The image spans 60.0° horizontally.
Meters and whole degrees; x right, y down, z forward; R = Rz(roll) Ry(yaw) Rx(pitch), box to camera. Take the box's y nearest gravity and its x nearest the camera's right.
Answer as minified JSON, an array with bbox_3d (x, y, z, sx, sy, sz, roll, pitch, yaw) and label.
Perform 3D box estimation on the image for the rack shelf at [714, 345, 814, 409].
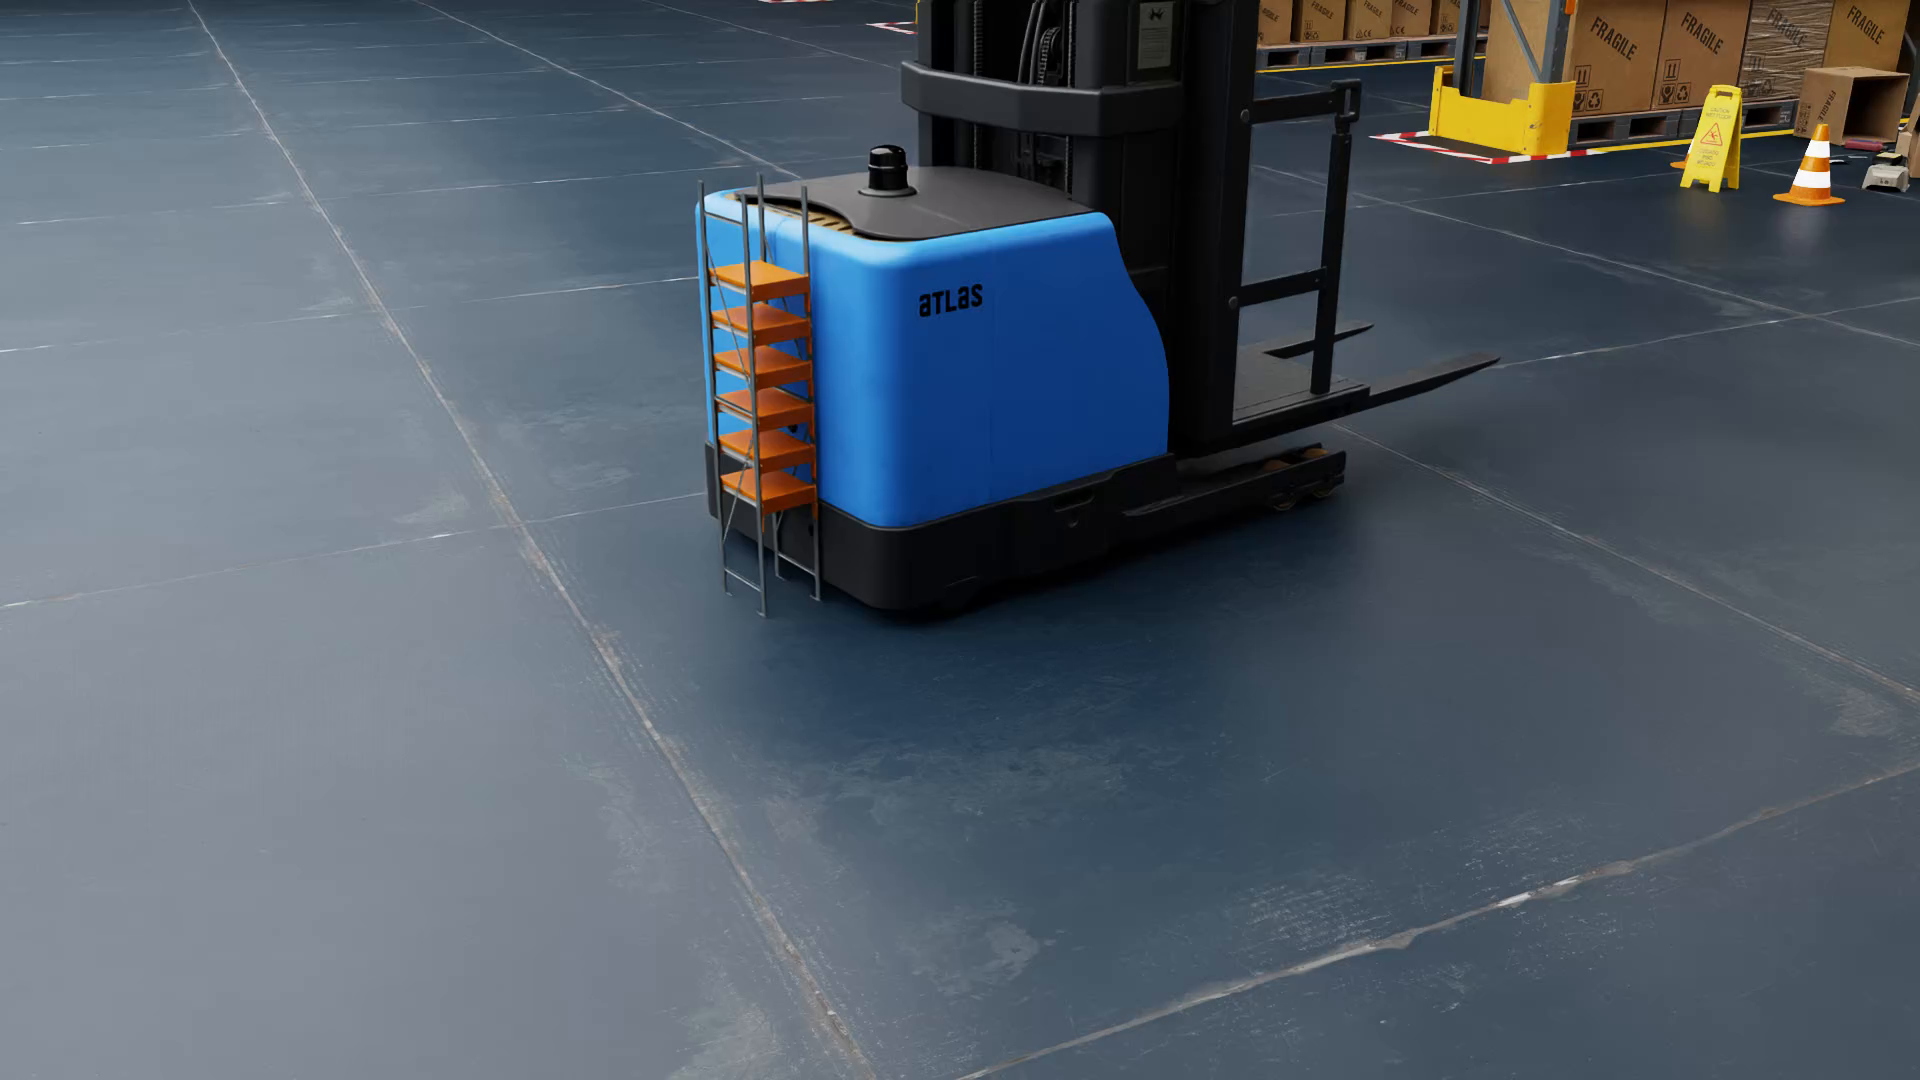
[{"bbox_3d":[-0.549,-0.457,4.588,0.180,0.103,0.258,-17,28,-35],"label":"rack shelf"}]

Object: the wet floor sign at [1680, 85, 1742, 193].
[{"bbox_3d":[4.845,-2.577,10.631,0.232,0.644,0.267,-15,27,-33],"label":"wet floor sign"}]

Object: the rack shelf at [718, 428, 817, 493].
[{"bbox_3d":[-0.549,-0.235,4.679,0.180,0.103,0.258,-17,28,-35],"label":"rack shelf"}]

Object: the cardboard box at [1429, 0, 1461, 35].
[{"bbox_3d":[5.179,-5.728,17.885,0.500,0.500,0.500,-11,25,-25],"label":"cardboard box"}]

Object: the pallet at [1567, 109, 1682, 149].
[{"bbox_3d":[4.699,-3.223,12.760,1.213,0.211,1.003,-10,25,-24],"label":"pallet"}]

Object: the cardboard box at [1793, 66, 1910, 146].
[{"bbox_3d":[6.663,-3.250,12.445,0.500,0.500,0.500,-6,23,-14],"label":"cardboard box"}]

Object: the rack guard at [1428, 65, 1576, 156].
[{"bbox_3d":[3.991,-3.193,12.309,0.348,0.500,1.175,-10,25,-24],"label":"rack guard"}]

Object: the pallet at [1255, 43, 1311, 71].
[{"bbox_3d":[2.768,-4.925,16.871,1.213,0.211,1.003,-10,25,-24],"label":"pallet"}]

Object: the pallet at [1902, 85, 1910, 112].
[{"bbox_3d":[8.280,-3.881,14.349,1.213,0.211,1.003,-10,25,-24],"label":"pallet"}]

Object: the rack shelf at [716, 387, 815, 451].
[{"bbox_3d":[-0.549,-0.346,4.634,0.180,0.103,0.258,-17,28,-35],"label":"rack shelf"}]

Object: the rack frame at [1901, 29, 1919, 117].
[{"bbox_3d":[7.617,-5.015,13.444,0.127,3.000,1.000,-10,25,-24],"label":"rack frame"}]

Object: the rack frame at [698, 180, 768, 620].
[{"bbox_3d":[-0.621,-0.366,4.564,0.006,1.200,0.240,-17,28,-35],"label":"rack frame"}]

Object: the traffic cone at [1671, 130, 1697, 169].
[{"bbox_3d":[5.107,-2.778,11.357,0.334,0.463,0.336,-10,25,-24],"label":"traffic cone"}]

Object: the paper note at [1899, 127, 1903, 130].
[{"bbox_3d":[7.404,-3.220,12.988,0.147,0.020,0.142,10,24,22],"label":"paper note"}]

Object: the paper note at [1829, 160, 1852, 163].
[{"bbox_3d":[6.124,-2.647,11.607,0.142,0.017,0.144,-2,23,-5],"label":"paper note"}]

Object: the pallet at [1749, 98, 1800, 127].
[{"bbox_3d":[6.898,-3.628,13.738,1.213,0.211,1.003,-10,25,-24],"label":"pallet"}]

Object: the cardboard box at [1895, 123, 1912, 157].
[{"bbox_3d":[6.867,-2.832,11.745,0.258,0.266,0.396,-6,23,-14],"label":"cardboard box"}]

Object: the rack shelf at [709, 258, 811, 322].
[{"bbox_3d":[-0.549,-0.679,4.496,0.180,0.103,0.258,-17,28,-35],"label":"rack shelf"}]

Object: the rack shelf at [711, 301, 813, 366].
[{"bbox_3d":[-0.549,-0.568,4.542,0.180,0.103,0.258,-17,28,-35],"label":"rack shelf"}]

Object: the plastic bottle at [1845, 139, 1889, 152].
[{"bbox_3d":[6.612,-2.868,12.100,0.283,0.061,0.133,20,30,40],"label":"plastic bottle"}]

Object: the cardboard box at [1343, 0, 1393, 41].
[{"bbox_3d":[4.141,-5.500,17.335,0.500,0.500,0.500,-13,26,-28],"label":"cardboard box"}]

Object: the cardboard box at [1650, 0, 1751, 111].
[{"bbox_3d":[5.387,-3.846,12.848,0.875,0.875,0.875,-11,25,-24],"label":"cardboard box"}]

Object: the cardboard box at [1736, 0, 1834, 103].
[{"bbox_3d":[6.209,-3.997,13.212,0.875,0.875,0.875,-10,25,-23],"label":"cardboard box"}]

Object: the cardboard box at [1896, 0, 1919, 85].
[{"bbox_3d":[8.137,-4.304,14.118,0.750,0.750,1.050,-11,25,-24],"label":"cardboard box"}]

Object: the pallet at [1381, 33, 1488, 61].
[{"bbox_3d":[4.967,-5.329,17.849,1.213,0.211,1.003,-10,25,-24],"label":"pallet"}]

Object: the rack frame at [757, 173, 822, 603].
[{"bbox_3d":[-0.477,-0.409,4.669,0.006,1.200,0.240,-17,28,-35],"label":"rack frame"}]

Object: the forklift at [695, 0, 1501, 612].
[{"bbox_3d":[0.673,-1.592,5.263,3.031,2.935,1.130,-17,28,-35],"label":"forklift"}]

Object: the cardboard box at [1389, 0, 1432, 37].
[{"bbox_3d":[4.666,-5.630,17.649,0.500,0.500,0.500,-3,23,-7],"label":"cardboard box"}]

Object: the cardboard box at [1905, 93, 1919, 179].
[{"bbox_3d":[6.735,-2.673,11.049,0.797,0.503,0.637,10,24,22],"label":"cardboard box"}]

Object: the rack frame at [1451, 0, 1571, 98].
[{"bbox_3d":[4.013,-4.352,11.841,0.127,3.000,1.000,-10,25,-24],"label":"rack frame"}]

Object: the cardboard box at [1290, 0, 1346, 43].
[{"bbox_3d":[3.619,-5.423,17.148,0.500,0.500,0.500,-8,24,-19],"label":"cardboard box"}]

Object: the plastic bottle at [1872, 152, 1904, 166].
[{"bbox_3d":[6.473,-2.657,11.588,0.133,0.061,0.283,20,30,40],"label":"plastic bottle"}]

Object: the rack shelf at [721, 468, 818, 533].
[{"bbox_3d":[-0.549,-0.124,4.725,0.180,0.103,0.258,-17,28,-35],"label":"rack shelf"}]

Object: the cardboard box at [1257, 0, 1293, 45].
[{"bbox_3d":[3.046,-5.326,16.913,0.500,0.500,0.500,-4,23,-10],"label":"cardboard box"}]

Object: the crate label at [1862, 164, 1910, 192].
[{"bbox_3d":[5.972,-2.334,10.709,0.250,0.136,0.298,15,27,31],"label":"crate label"}]

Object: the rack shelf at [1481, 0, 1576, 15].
[{"bbox_3d":[5.815,-4.351,12.780,4.000,0.370,1.077,-10,25,-24],"label":"rack shelf"}]

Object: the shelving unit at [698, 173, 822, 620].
[{"bbox_3d":[-0.549,-0.387,4.617,0.189,1.200,0.258,-17,28,-35],"label":"shelving unit"}]

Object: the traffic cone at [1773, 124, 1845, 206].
[{"bbox_3d":[5.291,-2.332,10.280,0.334,0.463,0.336,-10,25,-24],"label":"traffic cone"}]

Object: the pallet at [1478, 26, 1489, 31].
[{"bbox_3d":[6.258,-5.583,18.460,1.213,0.211,1.003,-10,25,-24],"label":"pallet"}]

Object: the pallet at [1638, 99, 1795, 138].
[{"bbox_3d":[5.797,-3.424,13.245,1.213,0.211,1.003,-10,25,-24],"label":"pallet"}]

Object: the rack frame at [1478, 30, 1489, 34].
[{"bbox_3d":[5.557,-6.741,17.614,0.127,3.000,1.000,-10,25,-24],"label":"rack frame"}]

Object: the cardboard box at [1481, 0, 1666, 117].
[{"bbox_3d":[4.595,-3.699,12.494,0.875,0.875,0.875,-10,25,-23],"label":"cardboard box"}]

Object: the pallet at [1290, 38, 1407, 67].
[{"bbox_3d":[3.866,-5.125,17.356,1.213,0.211,1.003,-10,25,-24],"label":"pallet"}]

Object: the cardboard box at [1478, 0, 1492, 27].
[{"bbox_3d":[6.119,-5.884,18.236,0.500,0.500,0.700,-13,26,-28],"label":"cardboard box"}]

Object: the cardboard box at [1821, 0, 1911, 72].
[{"bbox_3d":[7.020,-4.147,13.576,0.875,0.875,0.875,-10,25,-23],"label":"cardboard box"}]
